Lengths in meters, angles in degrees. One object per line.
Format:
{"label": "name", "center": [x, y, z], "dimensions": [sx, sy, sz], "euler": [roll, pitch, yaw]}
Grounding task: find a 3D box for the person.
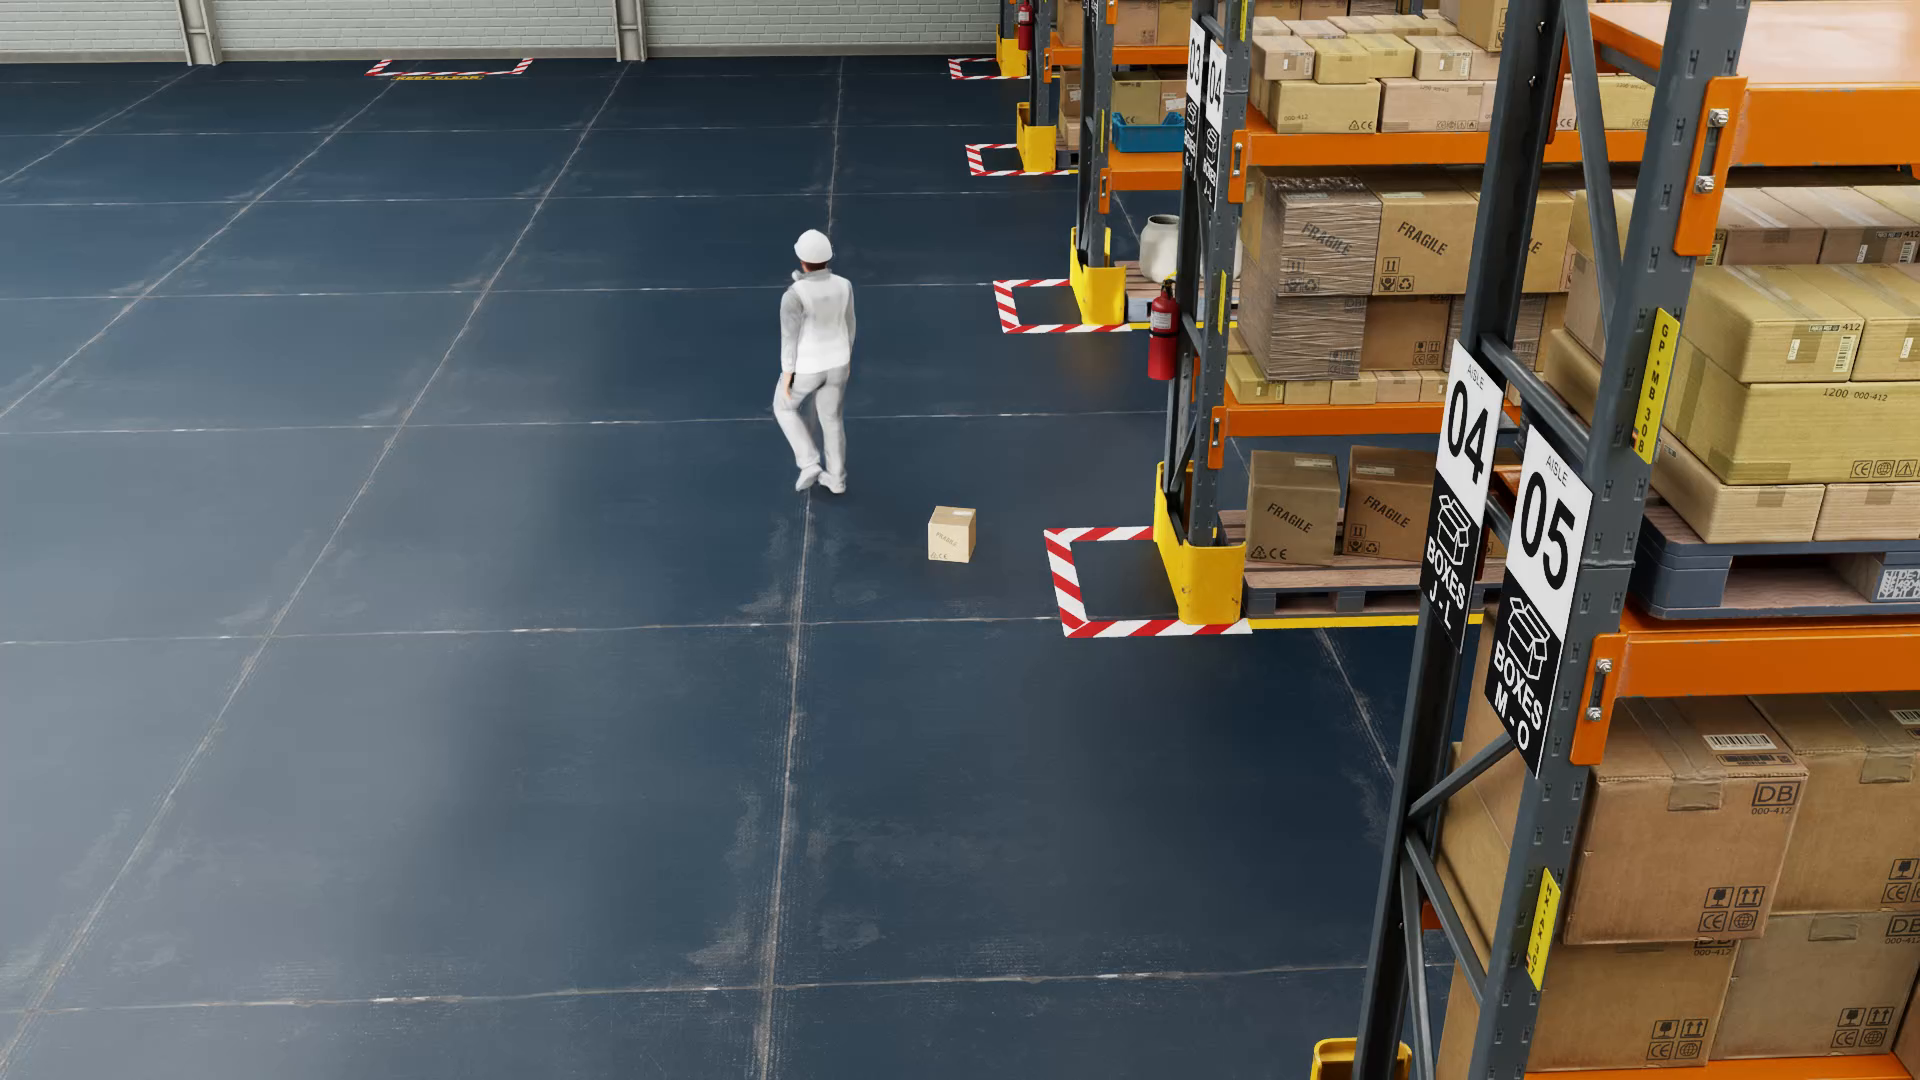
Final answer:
{"label": "person", "center": [-0.945, -1.145, 10.782], "dimensions": [0.559, 1.805, 0.483], "euler": [-16, 31, -28]}
